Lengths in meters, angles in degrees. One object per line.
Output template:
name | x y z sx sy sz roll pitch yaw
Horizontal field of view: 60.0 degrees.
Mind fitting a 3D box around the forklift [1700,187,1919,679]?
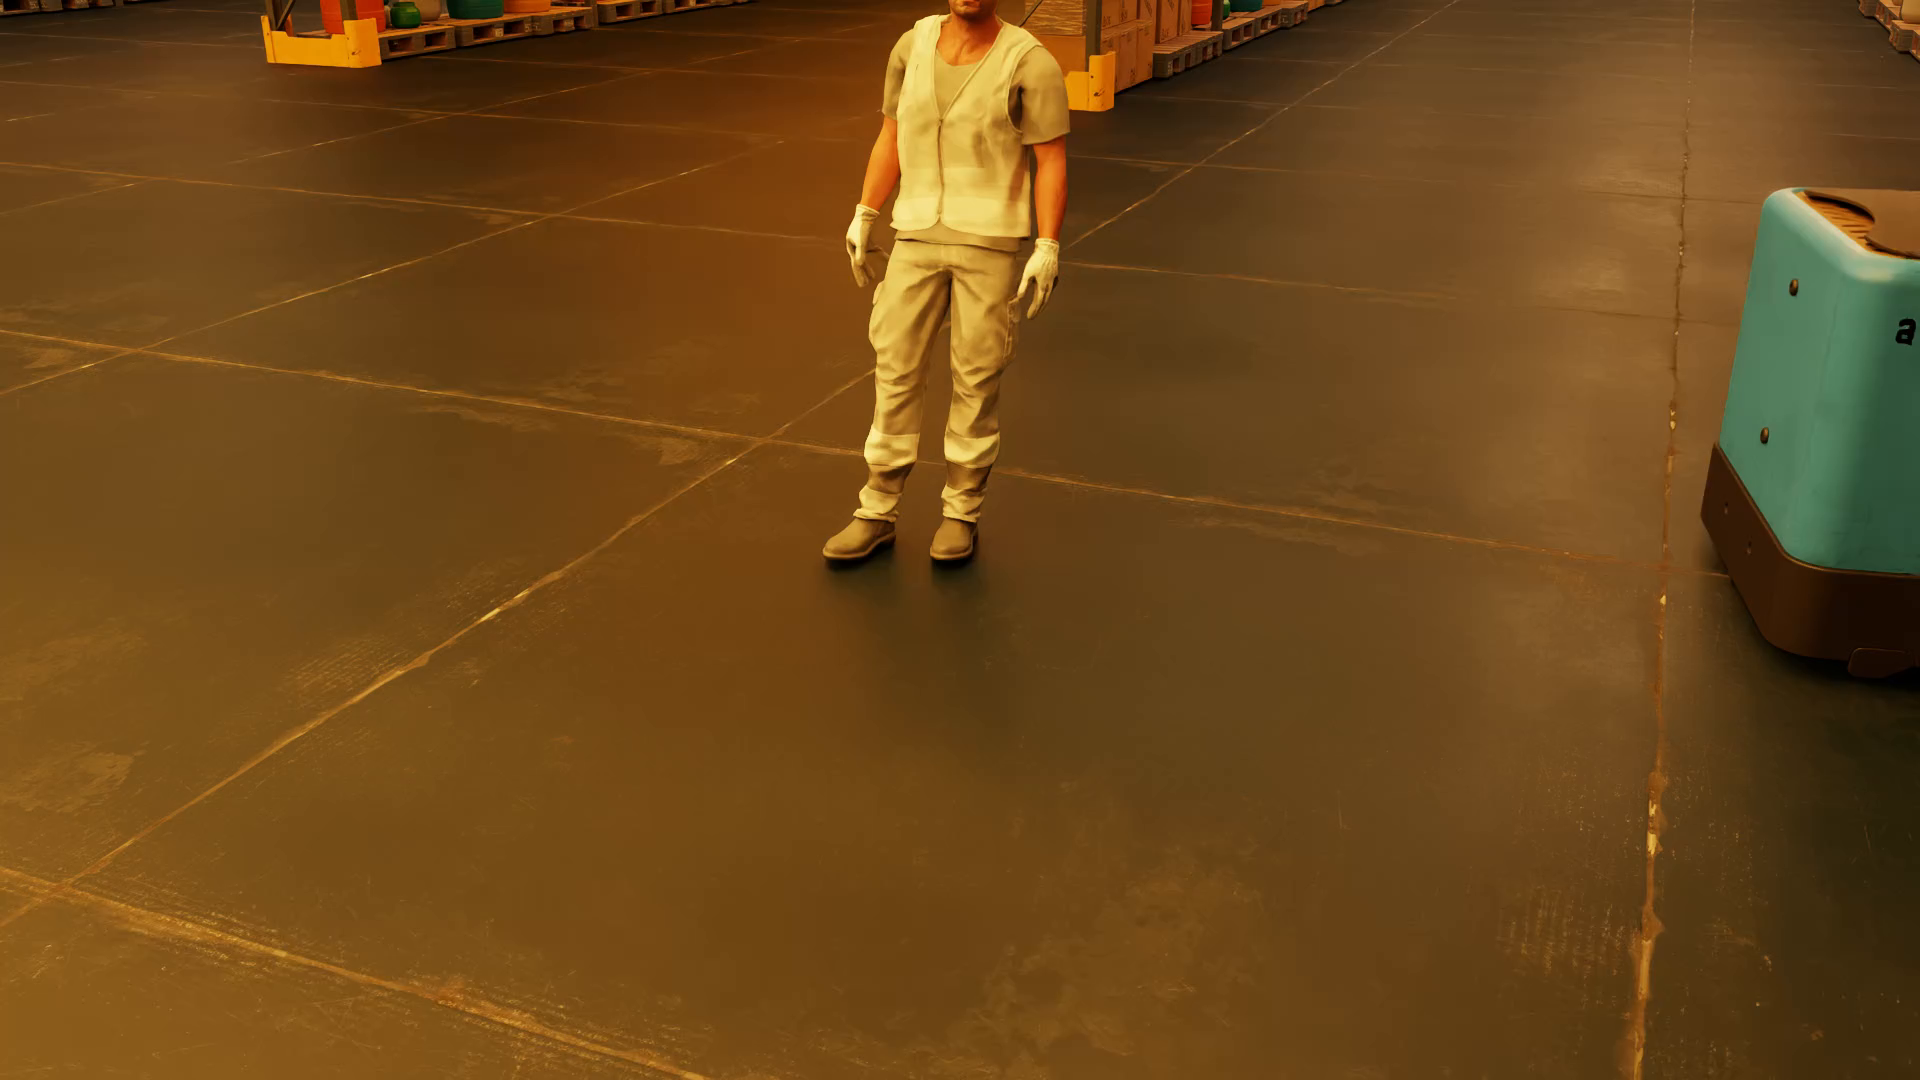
forklift | 3.648 -1.071 3.854 3.031 2.935 1.130 5 23 11

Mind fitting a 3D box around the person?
person | -0.042 -0.805 4.680 0.637 1.790 0.562 9 24 21
